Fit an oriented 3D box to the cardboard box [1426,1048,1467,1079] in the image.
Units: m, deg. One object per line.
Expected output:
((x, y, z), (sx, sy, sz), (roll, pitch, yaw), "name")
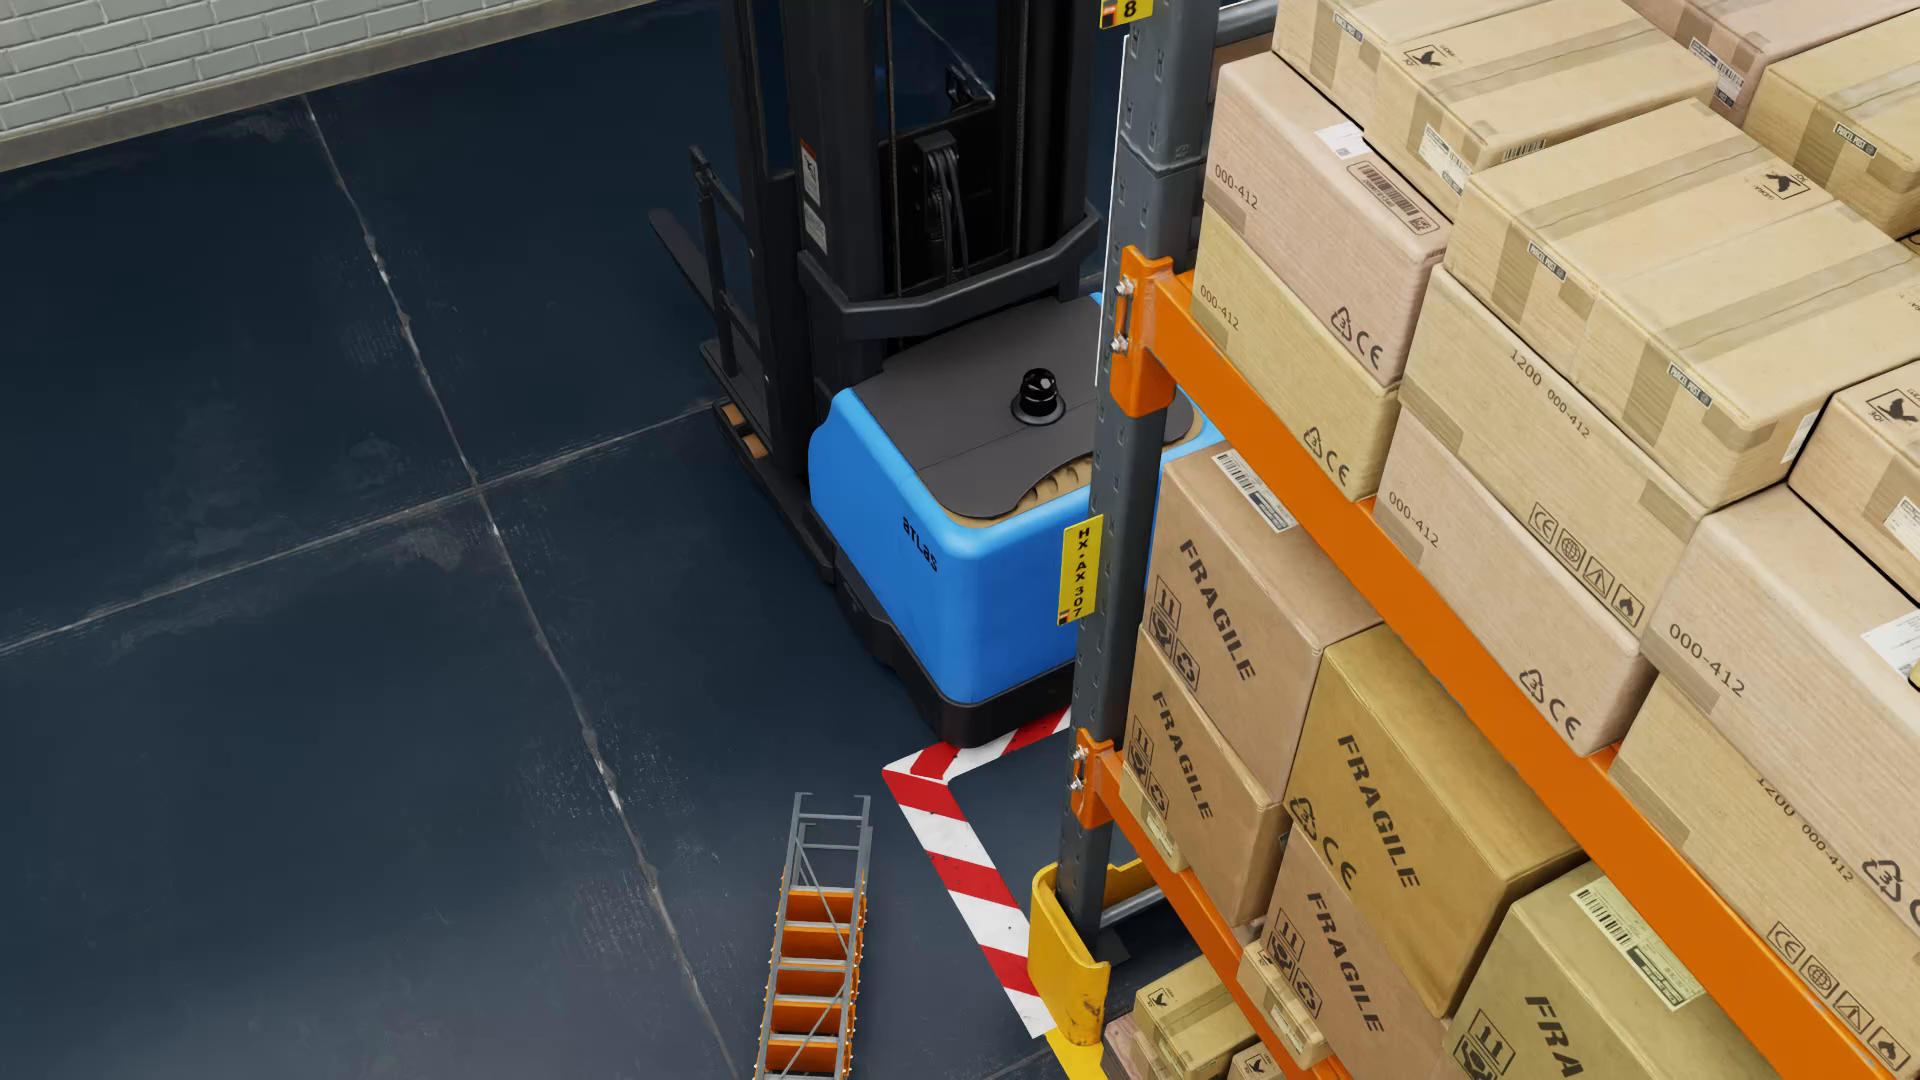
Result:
((1.187, 1.113, 3.020), (0.500, 0.500, 0.500), (-21, 52, -17), "cardboard box")

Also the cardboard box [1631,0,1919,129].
((1.204, -0.755, 2.428), (0.380, 0.149, 0.250), (-20, 52, -17), "cardboard box")

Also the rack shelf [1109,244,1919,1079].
((1.661, 0.754, 2.083), (1.077, 0.370, 4.000), (-21, 52, -18), "rack shelf")

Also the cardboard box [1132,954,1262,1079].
((0.684, 1.238, 4.394), (0.380, 0.149, 0.250), (-23, 53, -19), "cardboard box")

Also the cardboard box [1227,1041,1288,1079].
((0.917, 1.381, 4.269), (0.380, 0.149, 0.250), (-20, 52, -17), "cardboard box")

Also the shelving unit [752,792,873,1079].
((-0.436, 1.321, 4.966), (0.258, 0.189, 1.200), (2, 49, 2), "shelving unit")

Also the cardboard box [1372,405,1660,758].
((0.962, -0.030, 2.390), (0.500, 0.250, 0.500), (-20, 52, -16), "cardboard box")

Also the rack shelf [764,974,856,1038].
((-0.440, 1.377, 4.917), (0.258, 0.180, 0.103), (2, 49, 2), "rack shelf")

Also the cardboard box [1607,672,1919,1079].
((1.209, 0.311, 2.092), (0.500, 0.250, 0.500), (-23, 53, -19), "cardboard box")

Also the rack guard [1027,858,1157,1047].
((0.781, 1.040, 5.008), (1.175, 0.500, 0.348), (-21, 52, -18), "rack guard")

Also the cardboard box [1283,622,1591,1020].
((0.952, 0.434, 2.950), (0.500, 0.500, 0.500), (-20, 52, -16), "cardboard box")

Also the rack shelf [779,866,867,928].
((-0.420, 1.107, 5.153), (0.258, 0.180, 0.103), (2, 49, 2), "rack shelf")

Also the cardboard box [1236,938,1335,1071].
((0.832, 0.933, 3.608), (0.380, 0.149, 0.250), (-23, 53, -19), "cardboard box")

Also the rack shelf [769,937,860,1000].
((-0.434, 1.287, 4.995), (0.258, 0.180, 0.103), (2, 49, 2), "rack shelf")

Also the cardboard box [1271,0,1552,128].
((0.692, -0.773, 2.443), (0.380, 0.149, 0.250), (-22, 52, -18), "cardboard box")

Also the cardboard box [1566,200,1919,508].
((0.963, -0.226, 1.965), (0.380, 0.149, 0.250), (-21, 52, -17), "cardboard box")

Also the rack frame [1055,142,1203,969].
((0.746, 0.166, 4.112), (1.000, 3.000, 0.127), (-21, 52, -18), "rack frame")

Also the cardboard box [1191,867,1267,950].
((0.756, 0.735, 3.782), (0.380, 0.149, 0.250), (-19, 52, -16), "cardboard box")

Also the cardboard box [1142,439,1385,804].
((0.716, 0.098, 3.243), (0.500, 0.500, 0.500), (-21, 52, -18), "cardboard box")

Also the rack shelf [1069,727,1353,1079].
((1.661, 1.742, 3.212), (1.077, 0.370, 4.000), (-21, 52, -18), "rack shelf")

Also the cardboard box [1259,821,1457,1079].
((0.974, 0.780, 3.311), (0.500, 0.500, 0.500), (-21, 52, -17), "cardboard box")

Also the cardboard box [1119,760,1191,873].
((0.603, 0.579, 3.918), (0.380, 0.149, 0.250), (-22, 52, -18), "cardboard box")

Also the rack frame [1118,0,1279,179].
((0.746, -1.809, 1.854), (1.000, 3.000, 0.127), (-21, 52, -18), "rack frame")

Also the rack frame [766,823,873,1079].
((-0.436, 1.381, 5.035), (0.240, 0.006, 1.200), (2, 49, 2), "rack frame")

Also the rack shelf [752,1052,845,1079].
((-0.453, 1.558, 4.759), (0.258, 0.180, 0.103), (2, 49, 2), "rack shelf")

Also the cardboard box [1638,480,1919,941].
((1.176, 0.138, 1.911), (0.500, 0.250, 0.500), (-21, 52, -17), "cardboard box")

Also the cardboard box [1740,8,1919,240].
((1.304, -0.576, 2.271), (0.380, 0.149, 0.250), (-23, 53, -19), "cardboard box")

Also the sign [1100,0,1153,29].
((0.264, -0.922, 2.490), (0.100, 0.325, 0.005), (-21, 52, -18), "sign")

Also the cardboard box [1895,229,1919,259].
((1.418, -0.374, 2.359), (0.500, 0.250, 0.500), (-22, 53, -18), "cardboard box")

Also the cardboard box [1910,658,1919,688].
((1.211, 0.119, 1.663), (0.380, 0.149, 0.250), (-20, 52, -16), "cardboard box")

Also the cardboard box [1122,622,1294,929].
((0.706, 0.431, 3.616), (0.500, 0.500, 0.500), (-19, 51, -16), "cardboard box")

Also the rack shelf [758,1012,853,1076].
((-0.447, 1.468, 4.838), (0.258, 0.180, 0.103), (2, 49, 2), "rack shelf")

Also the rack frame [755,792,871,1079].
((-0.436, 1.260, 4.897), (0.240, 0.006, 1.200), (2, 49, 2), "rack frame")

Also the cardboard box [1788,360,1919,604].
((1.174, -0.090, 1.846), (0.380, 0.149, 0.250), (-20, 52, -17), "cardboard box")

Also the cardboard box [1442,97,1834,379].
((0.852, -0.389, 2.107), (0.380, 0.149, 0.250), (-21, 52, -18), "cardboard box")

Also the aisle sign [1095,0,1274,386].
((0.446, -0.635, 3.086), (0.394, 0.787, 0.004), (-21, 52, -18), "aisle sign")

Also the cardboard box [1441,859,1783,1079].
((1.170, 0.789, 2.638), (0.500, 0.500, 0.500), (-22, 52, -18), "cardboard box")

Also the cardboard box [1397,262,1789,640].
((0.956, -0.204, 2.211), (0.500, 0.250, 0.500), (-22, 52, -18), "cardboard box")

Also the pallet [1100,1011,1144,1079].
((1.121, 1.691, 4.631), (1.003, 0.211, 1.213), (-21, 52, -18), "pallet")

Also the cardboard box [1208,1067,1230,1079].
((0.758, 1.308, 4.531), (0.380, 0.149, 0.250), (-19, 52, -16), "cardboard box")

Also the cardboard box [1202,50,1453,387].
((0.721, -0.547, 2.510), (0.500, 0.250, 0.500), (-20, 52, -17), "cardboard box")

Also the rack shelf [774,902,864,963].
((-0.427, 1.197, 5.074), (0.258, 0.180, 0.103), (2, 49, 2), "rack shelf")

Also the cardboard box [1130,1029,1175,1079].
((0.701, 1.427, 4.624), (0.380, 0.149, 0.250), (-20, 52, -17), "cardboard box")

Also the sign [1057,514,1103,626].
((0.264, 0.068, 3.623), (0.100, 0.325, 0.005), (-21, 52, -18), "sign")

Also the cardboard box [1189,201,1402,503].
((0.724, -0.384, 2.699), (0.500, 0.250, 0.500), (-19, 52, -16), "cardboard box")

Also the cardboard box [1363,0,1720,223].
((0.793, -0.596, 2.288), (0.380, 0.149, 0.250), (-19, 52, -16), "cardboard box")

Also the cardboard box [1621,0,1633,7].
((1.160, -0.947, 2.595), (0.380, 0.149, 0.250), (-22, 52, -18), "cardboard box")

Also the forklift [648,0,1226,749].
((-0.312, -1.377, 5.507), (1.130, 2.935, 3.031), (-23, 53, -19), "forklift")
